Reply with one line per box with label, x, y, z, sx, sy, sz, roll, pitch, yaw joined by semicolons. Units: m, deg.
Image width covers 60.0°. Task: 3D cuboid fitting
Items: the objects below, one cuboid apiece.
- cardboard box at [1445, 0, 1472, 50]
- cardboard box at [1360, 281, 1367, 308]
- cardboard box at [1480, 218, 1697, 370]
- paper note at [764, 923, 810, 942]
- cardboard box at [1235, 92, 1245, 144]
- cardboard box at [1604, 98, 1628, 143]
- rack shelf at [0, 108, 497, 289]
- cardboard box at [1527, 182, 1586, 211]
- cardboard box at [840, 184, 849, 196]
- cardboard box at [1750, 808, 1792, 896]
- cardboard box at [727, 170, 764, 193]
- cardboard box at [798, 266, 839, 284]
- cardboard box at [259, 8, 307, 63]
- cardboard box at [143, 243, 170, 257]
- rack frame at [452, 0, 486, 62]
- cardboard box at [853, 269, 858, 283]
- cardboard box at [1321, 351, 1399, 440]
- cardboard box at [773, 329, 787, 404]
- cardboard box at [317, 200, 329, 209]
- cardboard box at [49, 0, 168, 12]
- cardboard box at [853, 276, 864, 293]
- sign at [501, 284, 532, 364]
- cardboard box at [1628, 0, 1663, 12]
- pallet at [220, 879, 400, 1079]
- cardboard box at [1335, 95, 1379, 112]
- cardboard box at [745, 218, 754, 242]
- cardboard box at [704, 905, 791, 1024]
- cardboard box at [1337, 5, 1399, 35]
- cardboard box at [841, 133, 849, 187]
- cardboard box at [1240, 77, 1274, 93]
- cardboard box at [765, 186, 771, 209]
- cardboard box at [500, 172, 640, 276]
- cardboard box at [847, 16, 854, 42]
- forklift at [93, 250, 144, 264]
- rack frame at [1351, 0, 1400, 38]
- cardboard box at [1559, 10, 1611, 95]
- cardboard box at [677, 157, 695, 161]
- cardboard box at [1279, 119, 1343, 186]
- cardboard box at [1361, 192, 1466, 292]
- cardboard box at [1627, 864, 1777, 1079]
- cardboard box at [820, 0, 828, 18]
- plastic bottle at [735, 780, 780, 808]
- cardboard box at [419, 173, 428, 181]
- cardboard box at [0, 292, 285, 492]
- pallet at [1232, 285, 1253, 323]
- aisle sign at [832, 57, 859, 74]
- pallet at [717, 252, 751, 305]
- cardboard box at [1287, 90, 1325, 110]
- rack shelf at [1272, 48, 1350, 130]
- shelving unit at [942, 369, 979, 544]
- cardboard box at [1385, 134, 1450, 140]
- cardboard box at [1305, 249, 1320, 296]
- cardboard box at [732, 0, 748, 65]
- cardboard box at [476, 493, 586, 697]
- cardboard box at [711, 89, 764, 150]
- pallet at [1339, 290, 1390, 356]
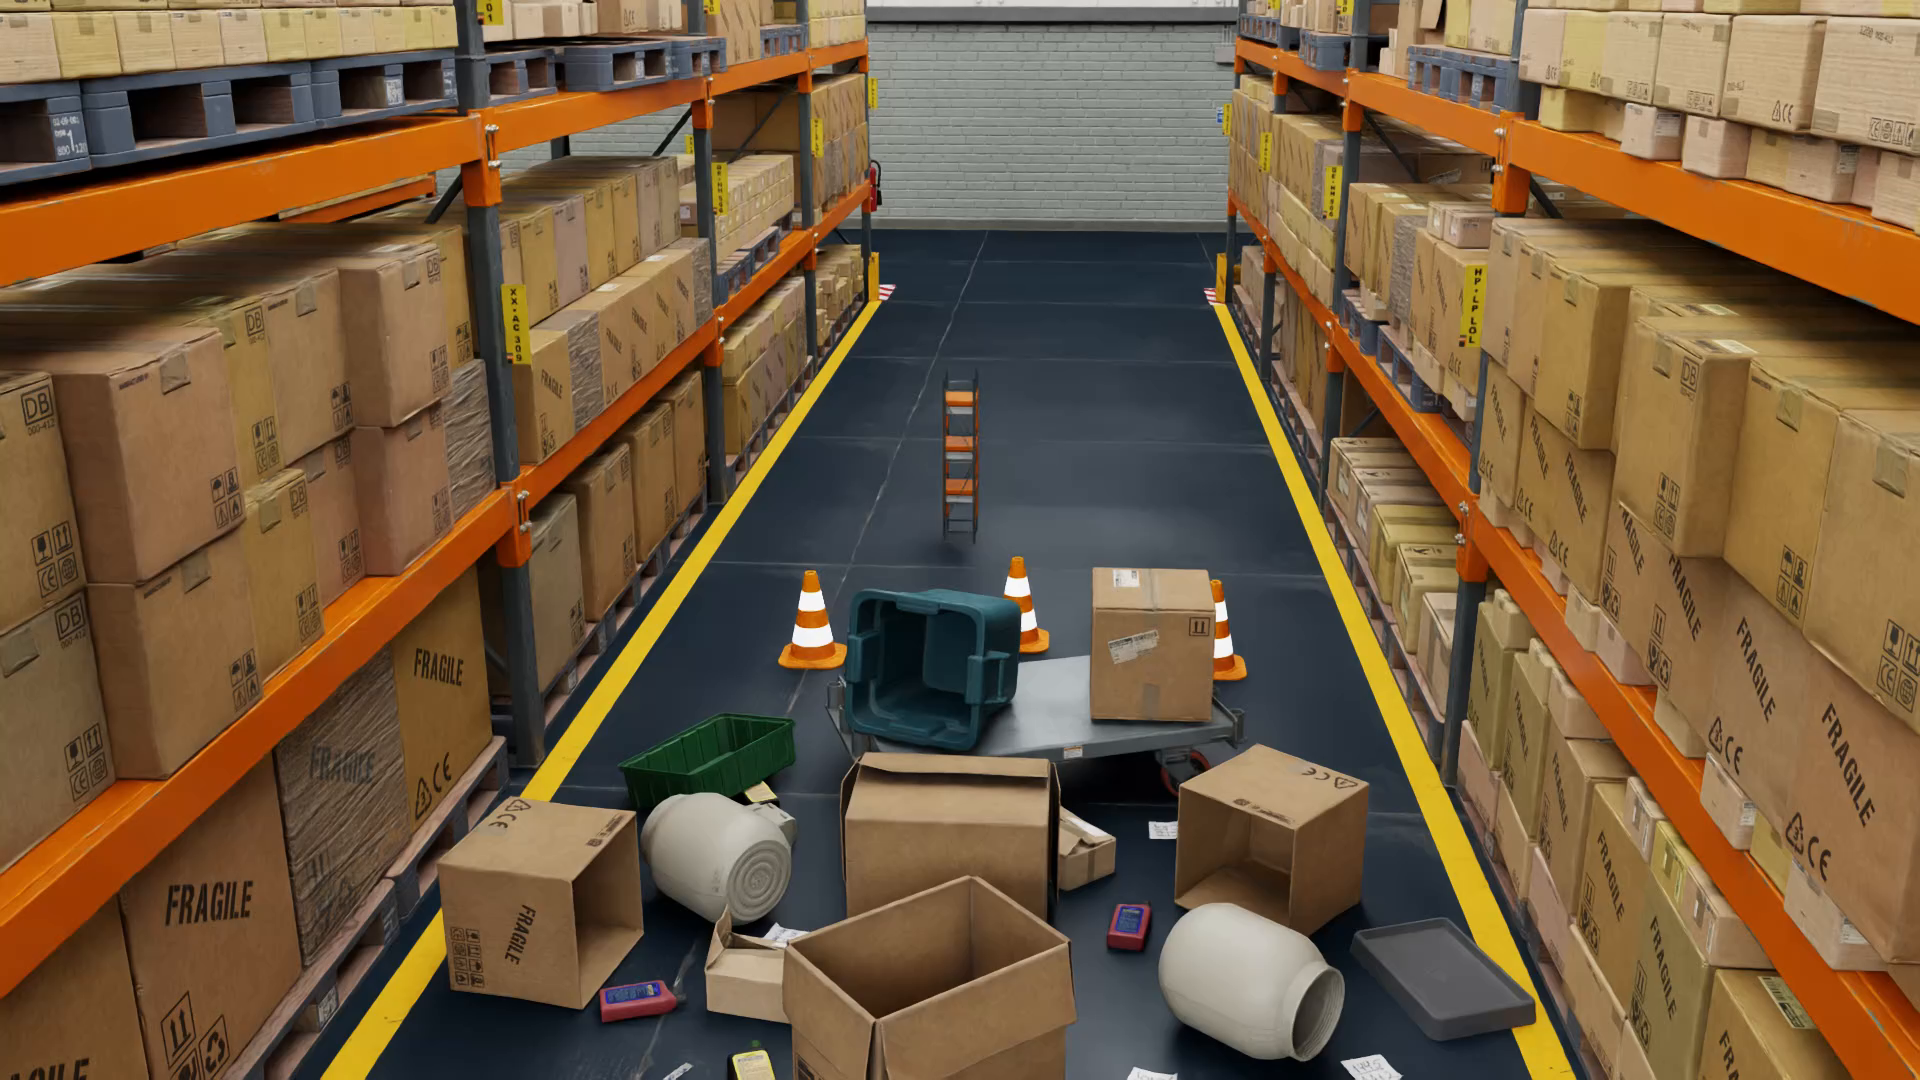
cardboard box;2.563;-2.414;7.722;0.500;0.250;0.500;2;18;5
cardboard box;2.545;-1.415;9.653;0.380;0.149;0.250;0;18;0
cardboard box;2.339;-0.892;6.085;0.700;0.500;0.500;1;18;3
paper note;-0.630;1.438;5.998;0.172;0.023;0.155;8;20;23
cardboard box;3.098;-4.306;16.982;0.500;0.500;0.500;1;18;2
cardboard box;2.280;-1.339;5.277;0.380;0.149;0.250;2;18;6
rack shelf;-2.501;-0.902;4.696;1.077;0.370;4.000;1;18;4
cardboard box;3.038;-1.785;8.698;0.380;0.149;0.250;0;18;1
cardboard box;-1.341;-3.624;17.068;0.380;0.149;0.250;0;18;1
cardboard box;2.061;0.720;3.811;0.380;0.149;0.250;1;18;3
cardboard box;-1.713;-2.753;12.781;0.380;0.149;0.250;0;18;1
cardboard box;-1.415;-2.639;16.607;0.380;0.149;0.250;1;18;4
cardboard box;-2.155;-1.476;4.863;0.380;0.149;0.250;1;18;3
cardboard box;-6.599;-2.491;13.047;0.500;0.500;0.500;1;18;4
rack frame;-2.358;-3.290;6.012;1.000;3.000;0.127;1;18;4
cardboard box;-1.286;-2.821;17.640;0.380;0.149;0.250;1;18;2
cardboard box;3.006;-1.005;11.411;0.875;0.875;0.875;1;18;3
cardboard box;-1.664;-1.382;13.162;0.500;0.500;0.500;1;18;3
cardboard box;-6.317;-3.276;16.008;0.380;0.149;0.250;1;18;2
cardboard box;-2.283;-1.398;3.984;0.500;0.250;0.500;1;18;3
cardboard box;-1.245;-2.761;17.935;0.380;0.149;0.250;2;18;6
sign;-1.804;-0.876;6.763;0.100;0.325;0.005;1;18;4
cardboard box;2.208;-1.632;4.893;0.380;0.149;0.250;1;18;2
pallet;-2.575;1.500;5.506;1.003;0.211;1.213;1;18;4
cardboard box;3.442;-3.768;14.297;0.380;0.149;0.250;1;18;3
cardboard box;-1.745;-2.308;12.379;0.380;0.149;0.250;2;18;5
cardboard box;-0.644;1.435;5.617;0.396;0.266;0.258;4;19;13
cardboard box;2.750;-3.397;10.315;0.797;0.503;0.637;0;18;1
cardboard box;-1.388;-3.738;16.374;0.500;0.500;0.500;2;18;7
cardboard box;3.065;-4.653;16.997;0.380;0.149;0.250;2;18;6
cardboard box;-1.689;-2.693;13.075;0.380;0.149;0.250;0;18;1
cardboard box;-2.183;-1.749;9.176;0.700;0.500;0.500;1;18;3
cardboard box;-1.344;-5.061;16.474;0.500;0.250;0.500;2;18;6
forklift;-5.380;-1.167;9.276;3.031;2.935;1.130;-2;18;-7
rack frame;2.873;-4.453;9.562;1.000;3.000;0.127;1;18;4
cardboard box;2.254;-1.565;5.327;0.500;0.250;0.500;1;18;3
cardboard box;-2.285;-3.088;13.803;0.380;0.149;0.250;2;18;5
cardboard box;2.833;-3.079;13.235;0.500;0.500;0.500;1;18;4
cardboard box;2.580;-1.694;9.464;0.500;0.500;0.500;2;18;7
cardboard box;2.131;1.216;4.432;0.500;0.500;0.500;2;18;6
cardboard box;-1.470;-4.814;14.920;0.500;0.250;0.500;1;18;4
plastic bottle;-0.872;1.077;7.039;0.133;0.061;0.283;-9;20;-25
cardboard box;-6.135;-4.071;18.433;0.380;0.149;0.250;2;18;5
cardboard box;-2.548;-0.407;4.873;0.875;0.550;0.500;1;18;4
pallet;3.468;-2.512;17.750;1.003;0.211;1.213;1;18;4
aisle sign;-1.193;-5.418;17.965;0.394;0.787;0.004;1;18;4
pallet;-2.126;-1.814;11.450;1.213;0.211;1.003;1;18;4
cardboard box;2.992;-3.858;14.572;0.380;0.149;0.250;2;18;5
rack shelf;3.017;-3.307;12.037;1.077;0.370;4.000;1;18;4
shelving unit;0.004;-0.516;10.310;0.215;1.050;0.252;1;18;4
cardboard box;3.231;-2.587;11.736;0.500;0.500;0.500;2;18;5
cardboard box;2.672;-1.853;11.502;0.500;0.250;0.500;2;18;5
cardboard box;-1.736;-3.481;11.253;0.500;0.500;0.500;1;18;4
cardboard box;-2.403;0.235;7.826;1.050;0.750;0.750;1;18;4
cardboard box;-2.020;-3.740;14.776;0.500;0.500;0.500;1;18;2
pallet;2.929;-1.288;9.843;1.213;0.211;1.003;1;18;4
